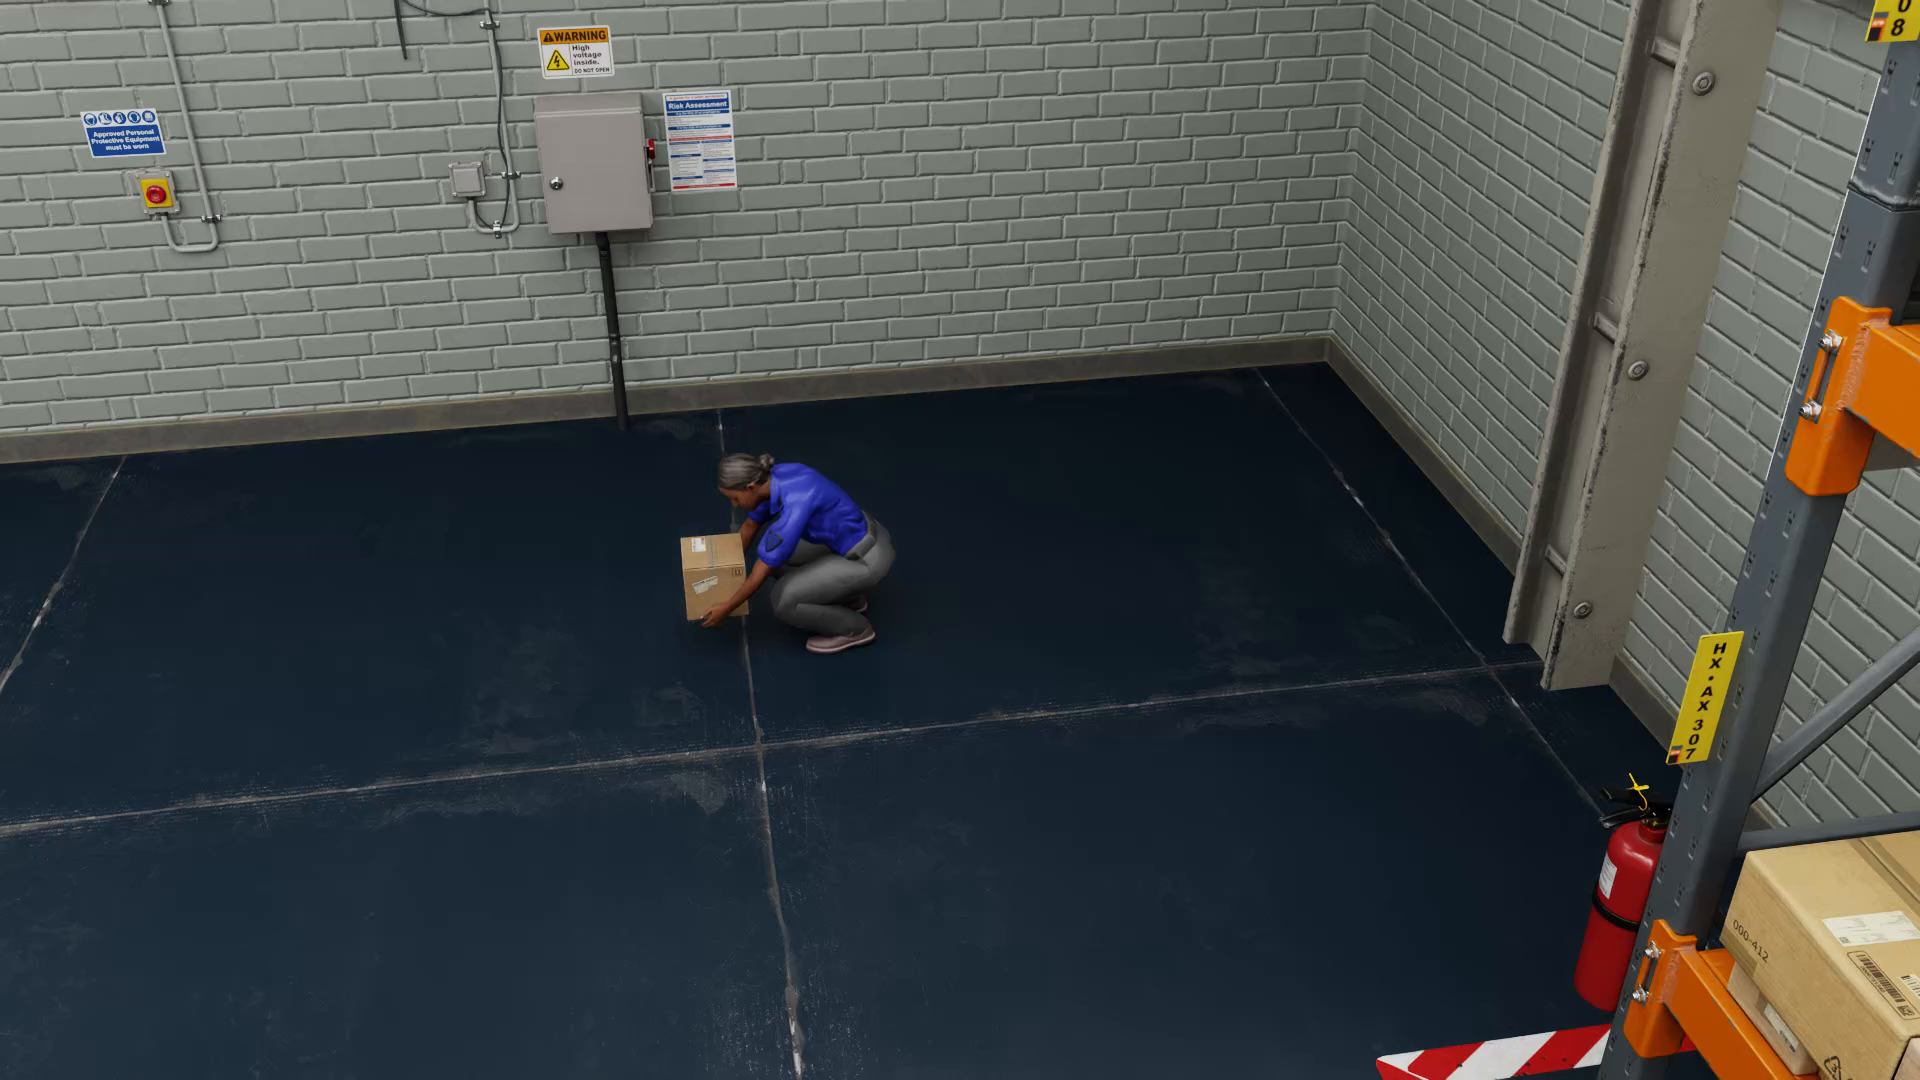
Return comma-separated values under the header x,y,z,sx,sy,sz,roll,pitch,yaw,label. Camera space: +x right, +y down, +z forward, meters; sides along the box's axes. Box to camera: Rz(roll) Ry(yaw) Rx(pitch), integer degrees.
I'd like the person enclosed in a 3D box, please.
x,y,z,sx,sy,sz,roll,pitch,yaw,label
-0.679,0.014,6.848,0.827,0.919,0.503,-5,31,-9,person
